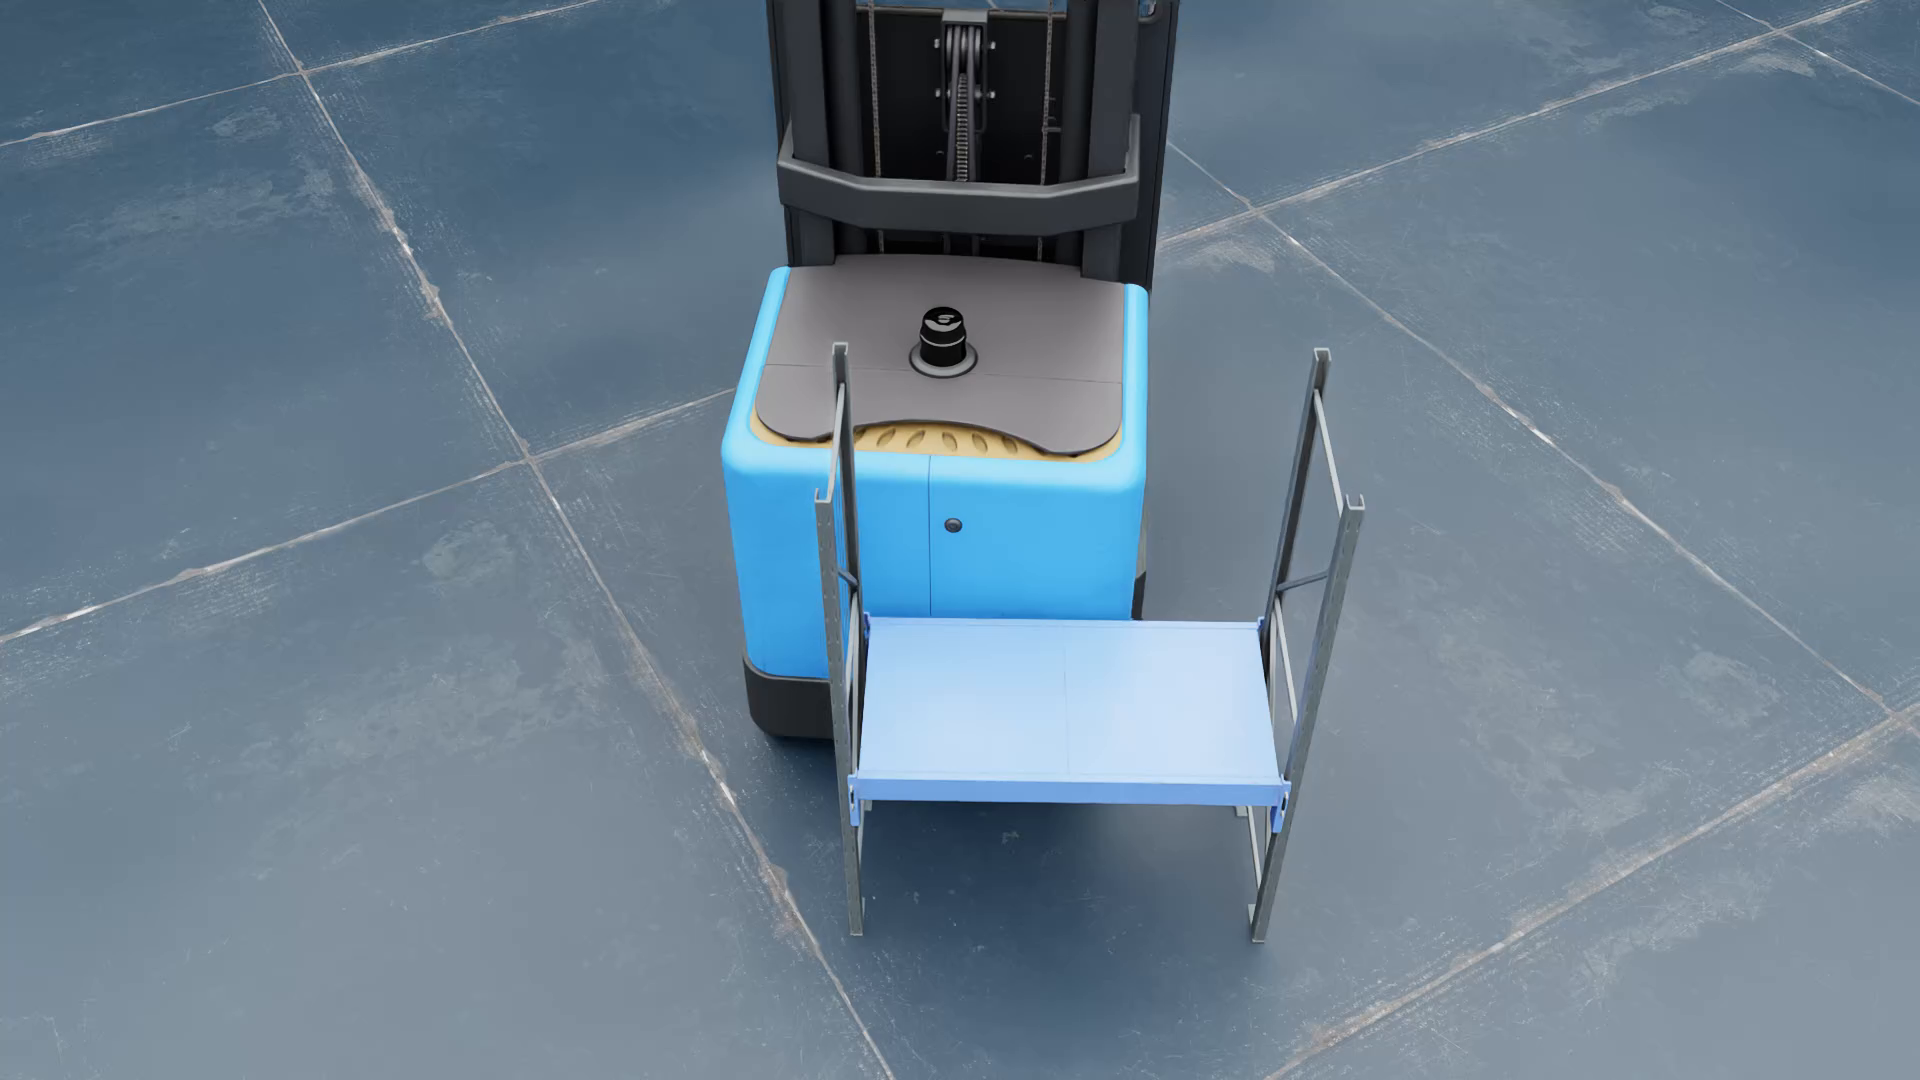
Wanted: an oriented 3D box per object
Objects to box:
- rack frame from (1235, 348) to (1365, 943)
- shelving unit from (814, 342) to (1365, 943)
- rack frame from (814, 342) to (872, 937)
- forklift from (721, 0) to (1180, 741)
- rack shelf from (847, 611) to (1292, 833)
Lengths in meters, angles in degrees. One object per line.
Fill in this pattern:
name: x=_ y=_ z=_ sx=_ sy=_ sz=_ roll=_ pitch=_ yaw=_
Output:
rack frame: x=0.759 y=0.306 z=3.858 sx=0.032 sy=1.500 sz=0.500 roll=1 pitch=44 yaw=1
shelving unit: x=0.251 y=0.299 z=3.865 sx=1.048 sy=1.500 sz=0.538 roll=1 pitch=44 yaw=1
rack frame: x=-0.258 y=0.293 z=3.872 sx=0.032 sy=1.500 sz=0.500 roll=1 pitch=44 yaw=1
forklift: x=0.053 y=-1.486 z=4.676 sx=1.130 sy=2.935 sz=3.031 roll=3 pitch=44 yaw=3
rack shelf: x=0.251 y=0.428 z=3.990 sx=1.000 sy=0.185 sz=0.538 roll=1 pitch=44 yaw=1
